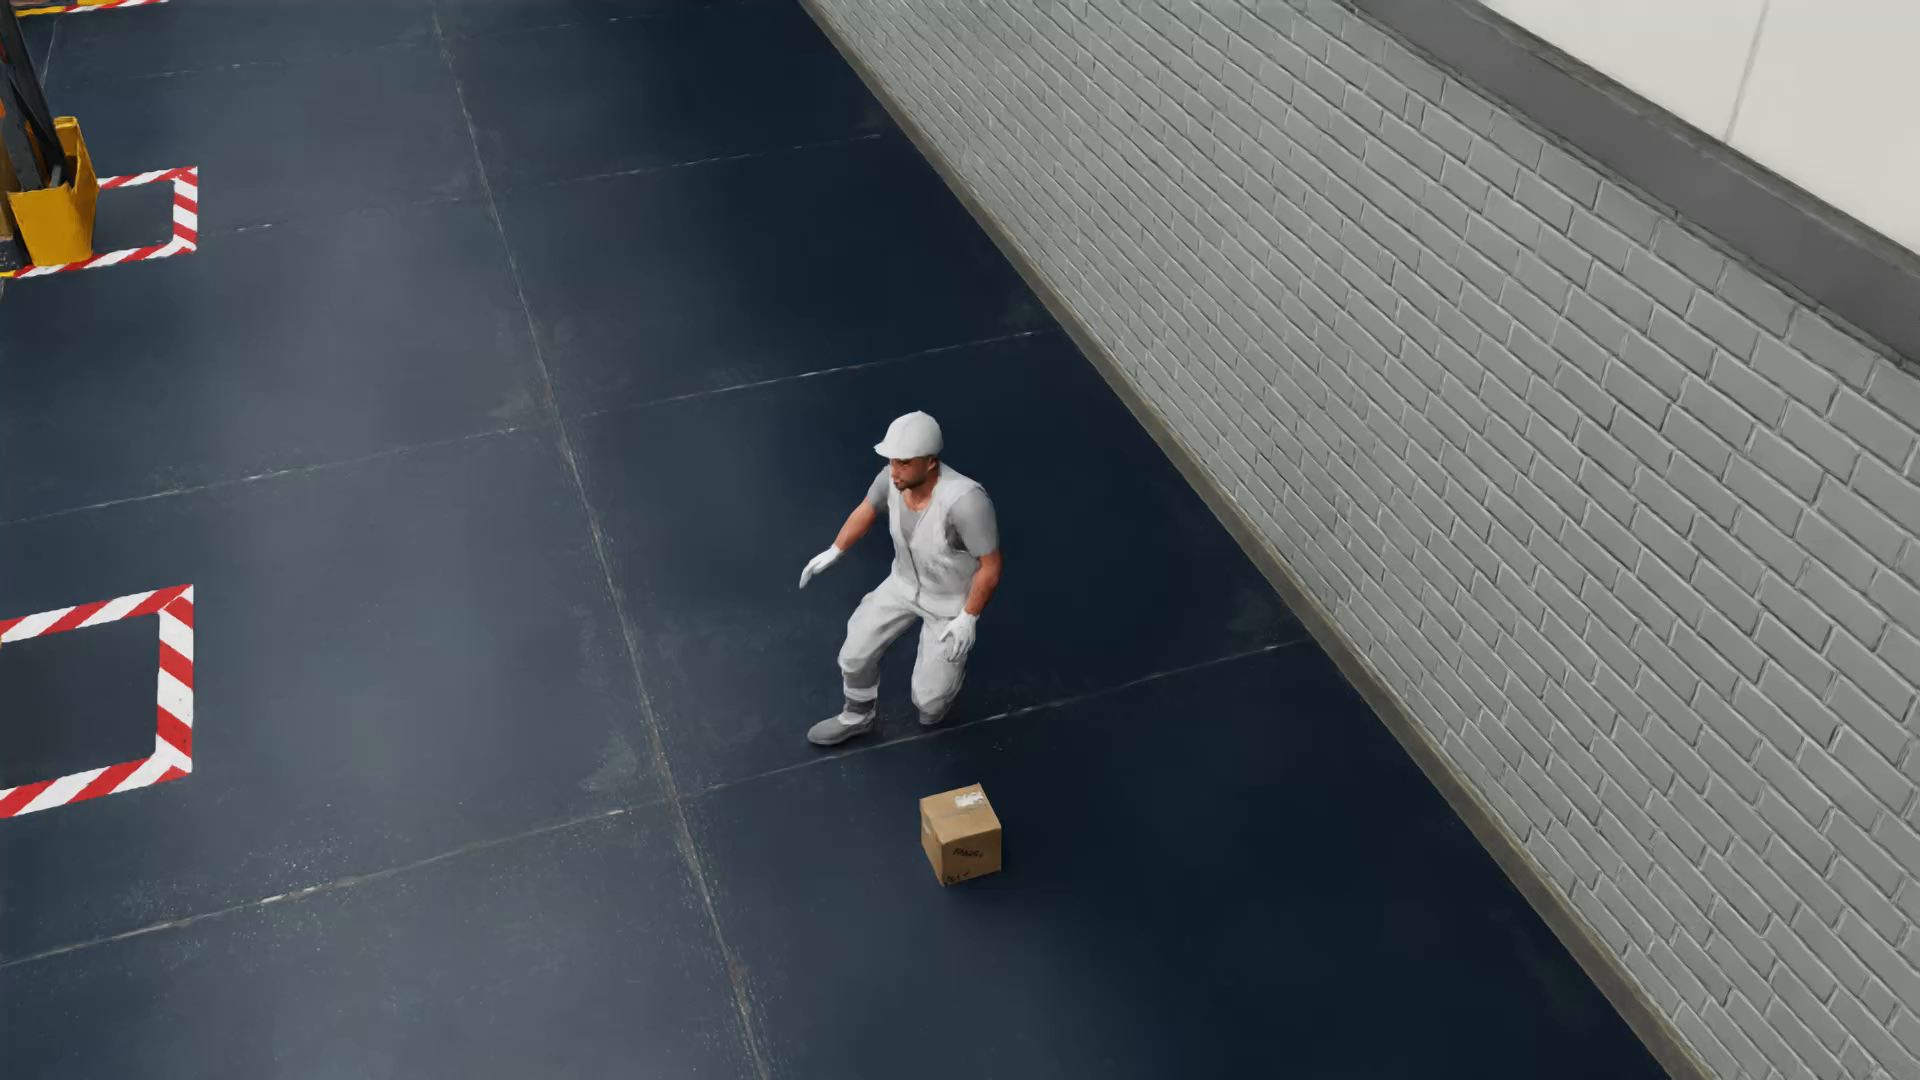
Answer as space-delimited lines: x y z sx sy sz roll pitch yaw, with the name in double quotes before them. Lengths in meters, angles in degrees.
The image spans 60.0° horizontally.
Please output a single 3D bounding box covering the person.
"person" -0.184 0.187 6.610 0.801 1.667 0.613 23 43 27
